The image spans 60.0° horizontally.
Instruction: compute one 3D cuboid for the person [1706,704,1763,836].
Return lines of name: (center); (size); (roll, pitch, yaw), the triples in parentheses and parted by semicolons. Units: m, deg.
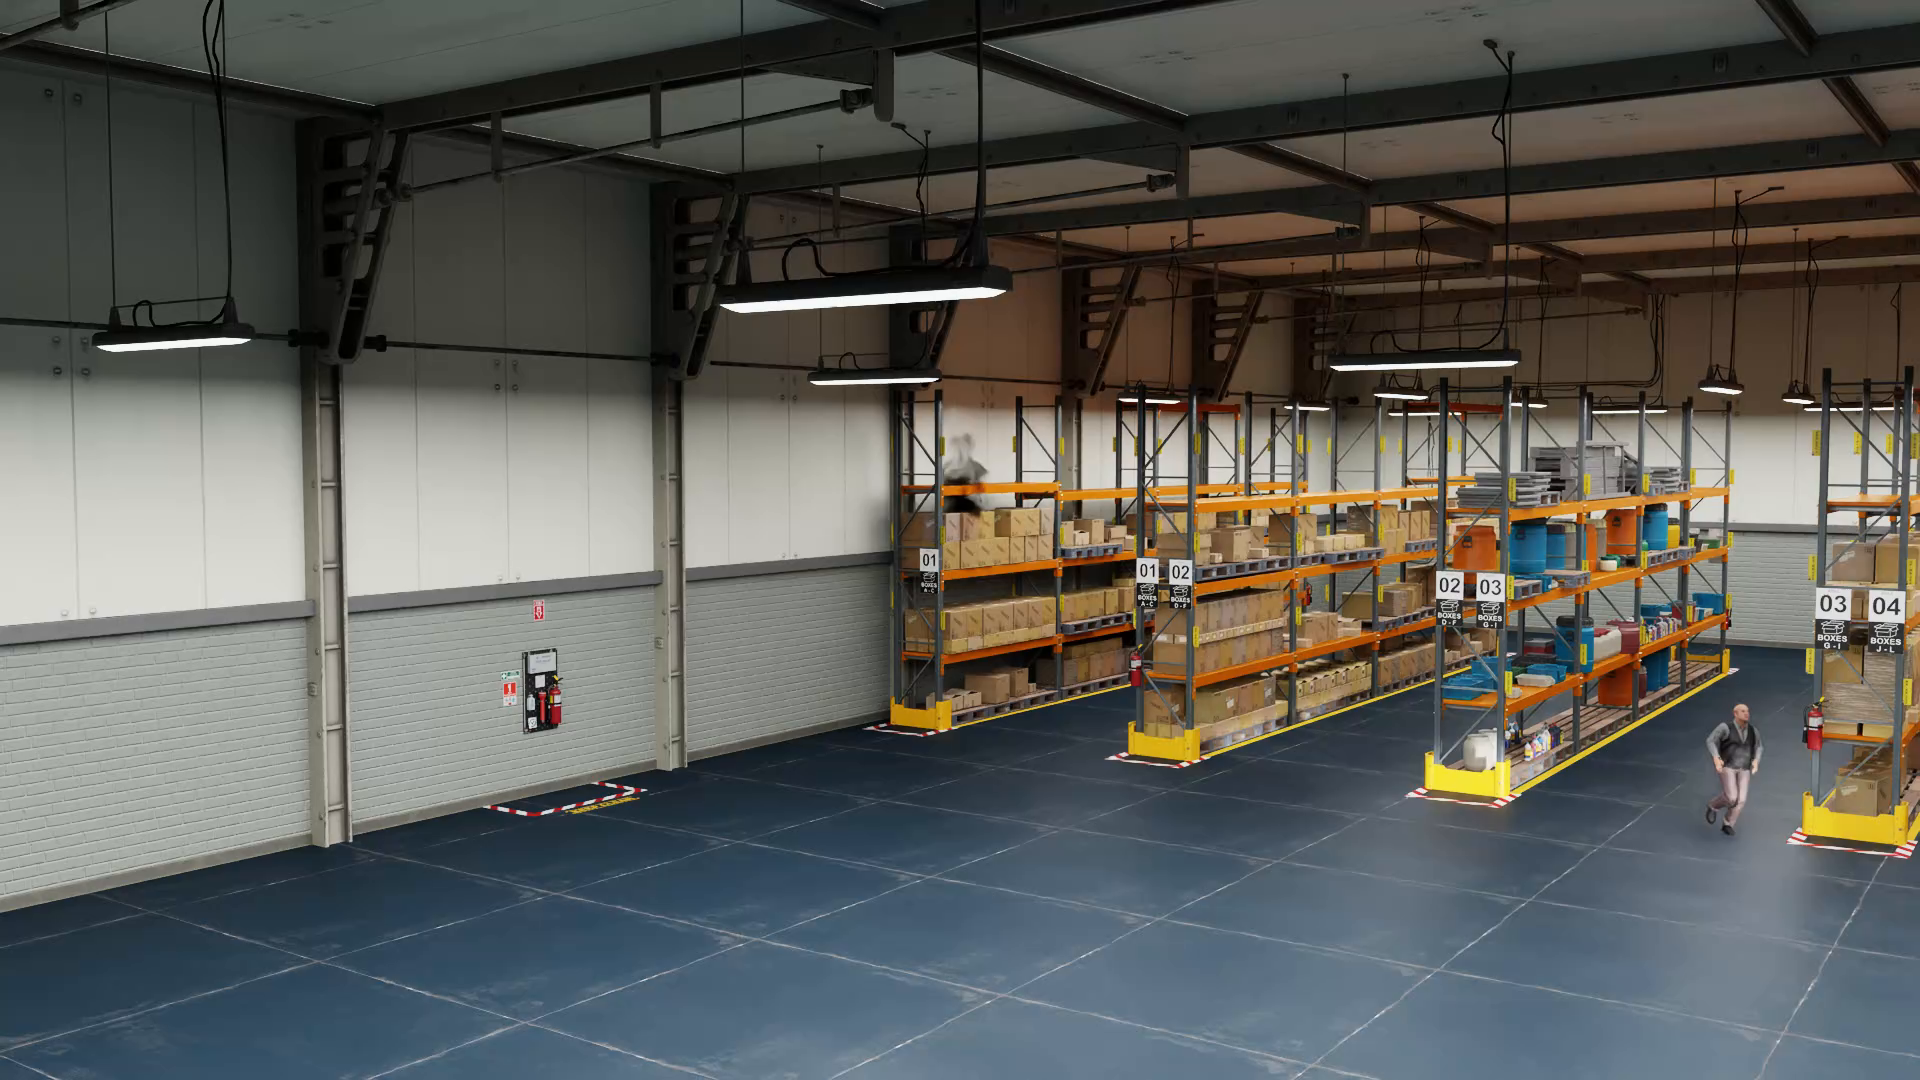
person: (10.066, 2.964, 21.571); (0.690, 1.681, 0.541); (0, 3, -3)
